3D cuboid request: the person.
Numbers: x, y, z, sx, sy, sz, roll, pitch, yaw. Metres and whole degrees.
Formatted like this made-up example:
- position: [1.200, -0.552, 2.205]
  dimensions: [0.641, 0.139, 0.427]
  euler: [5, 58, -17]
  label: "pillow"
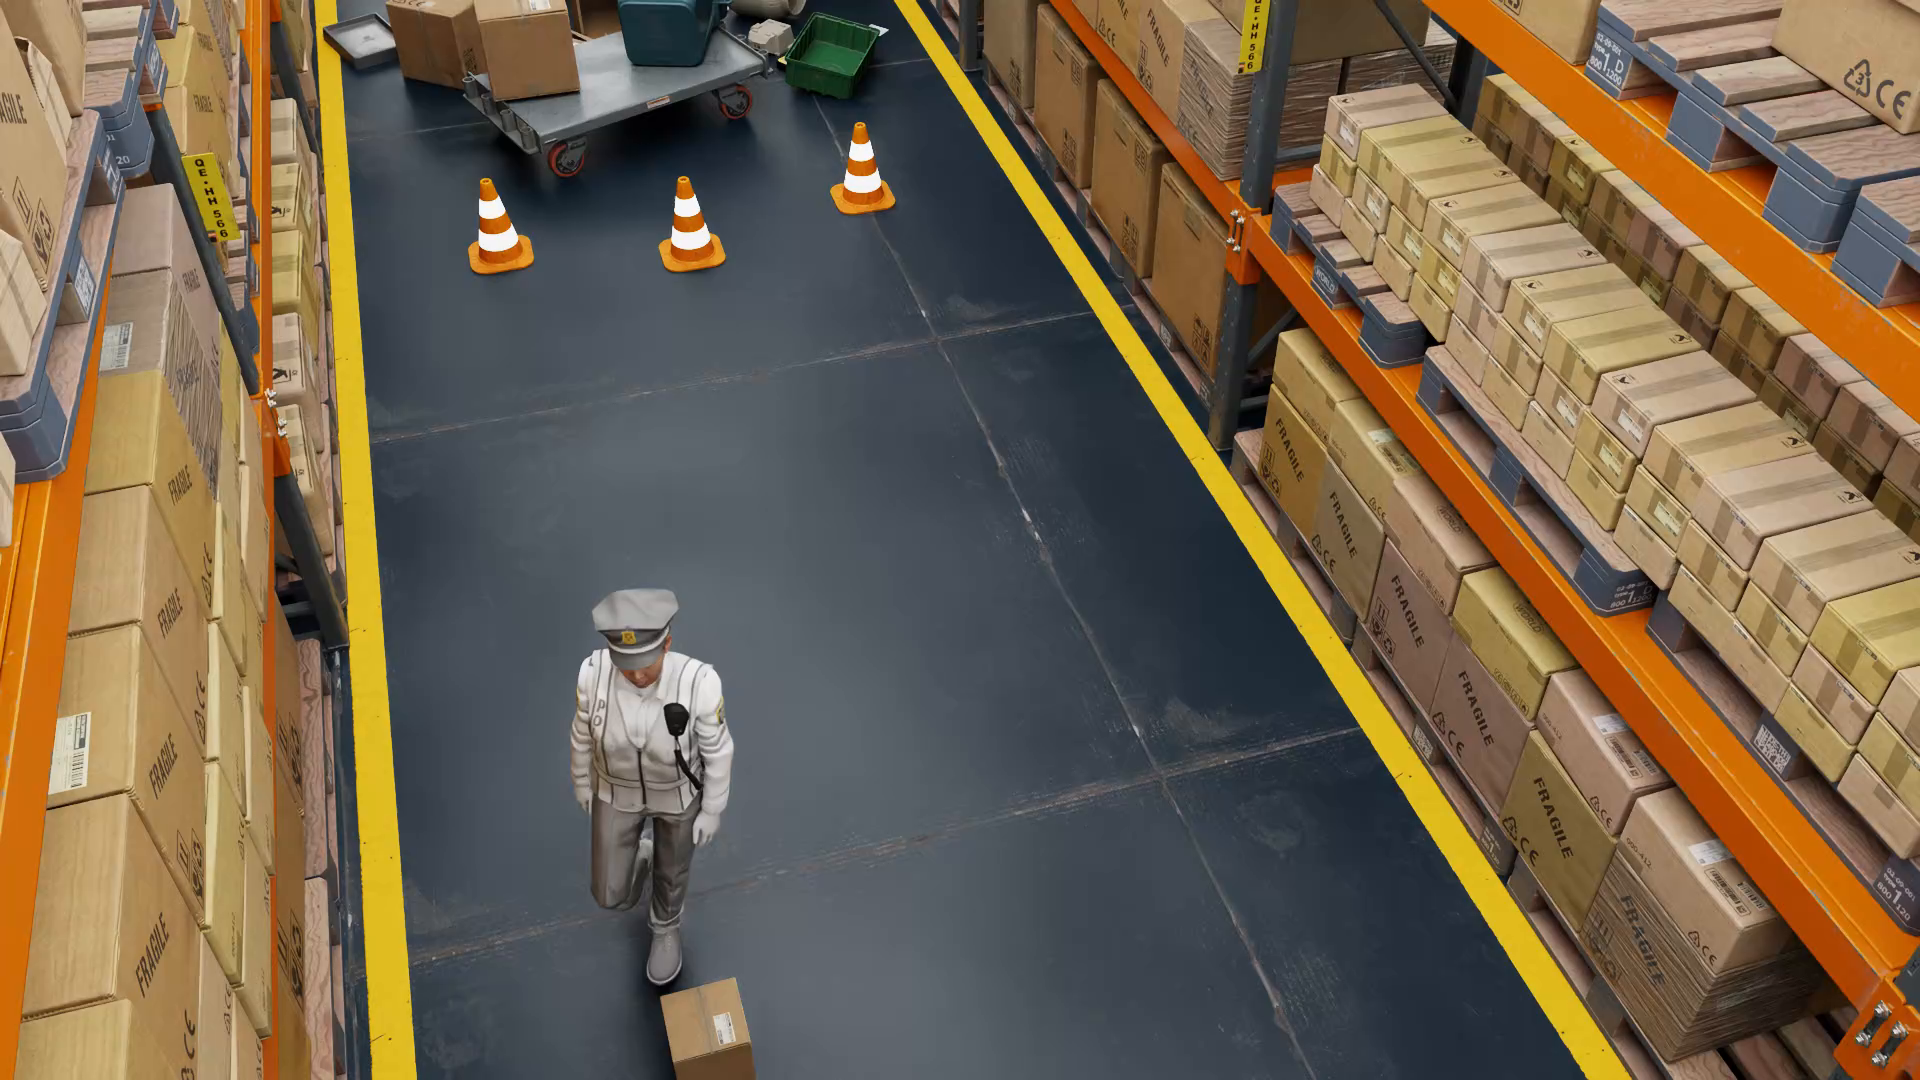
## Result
- position: [-0.965, 0.782, 5.265]
  dimensions: [0.538, 1.675, 0.459]
  euler: [-1, 42, -1]
  label: "person"
